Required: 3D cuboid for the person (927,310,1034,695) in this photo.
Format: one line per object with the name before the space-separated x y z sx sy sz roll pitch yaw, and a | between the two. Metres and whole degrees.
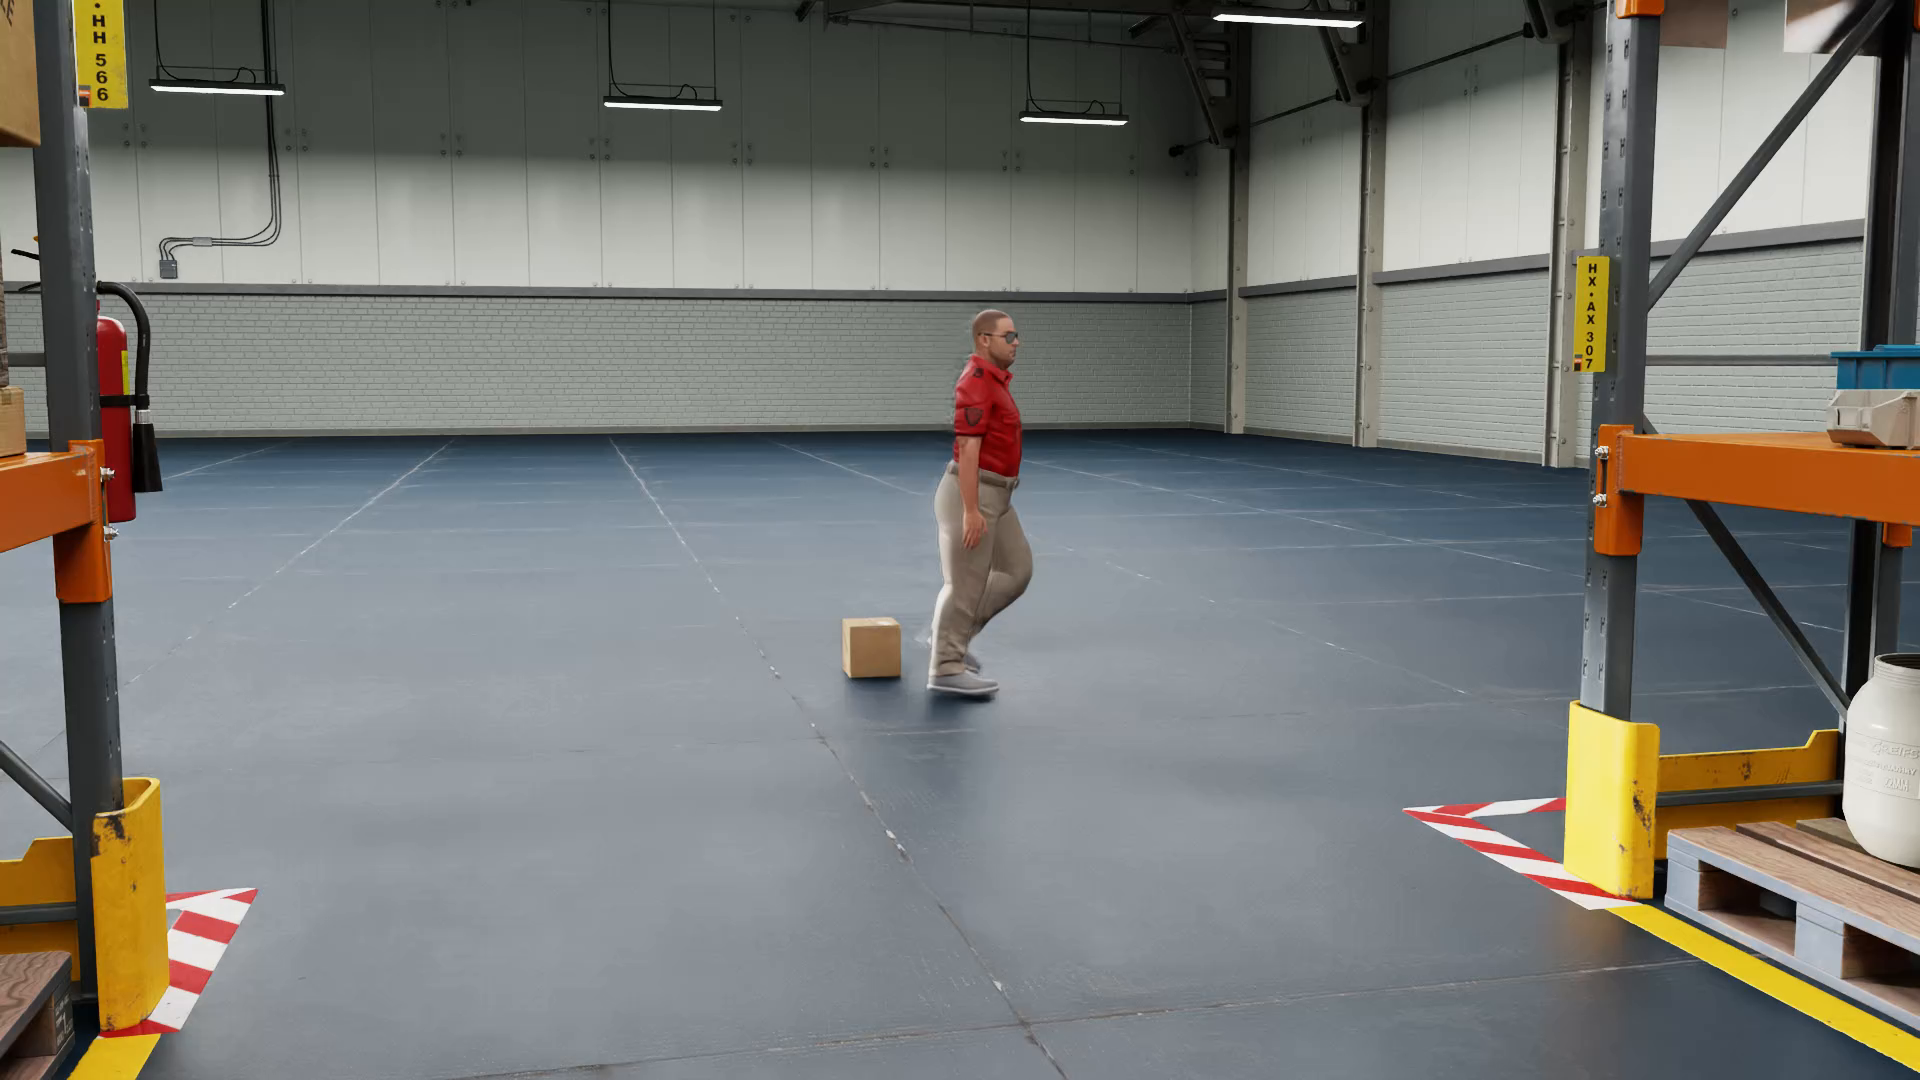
person | 0.068 -0.164 7.434 0.484 1.714 0.596 1 6 10
